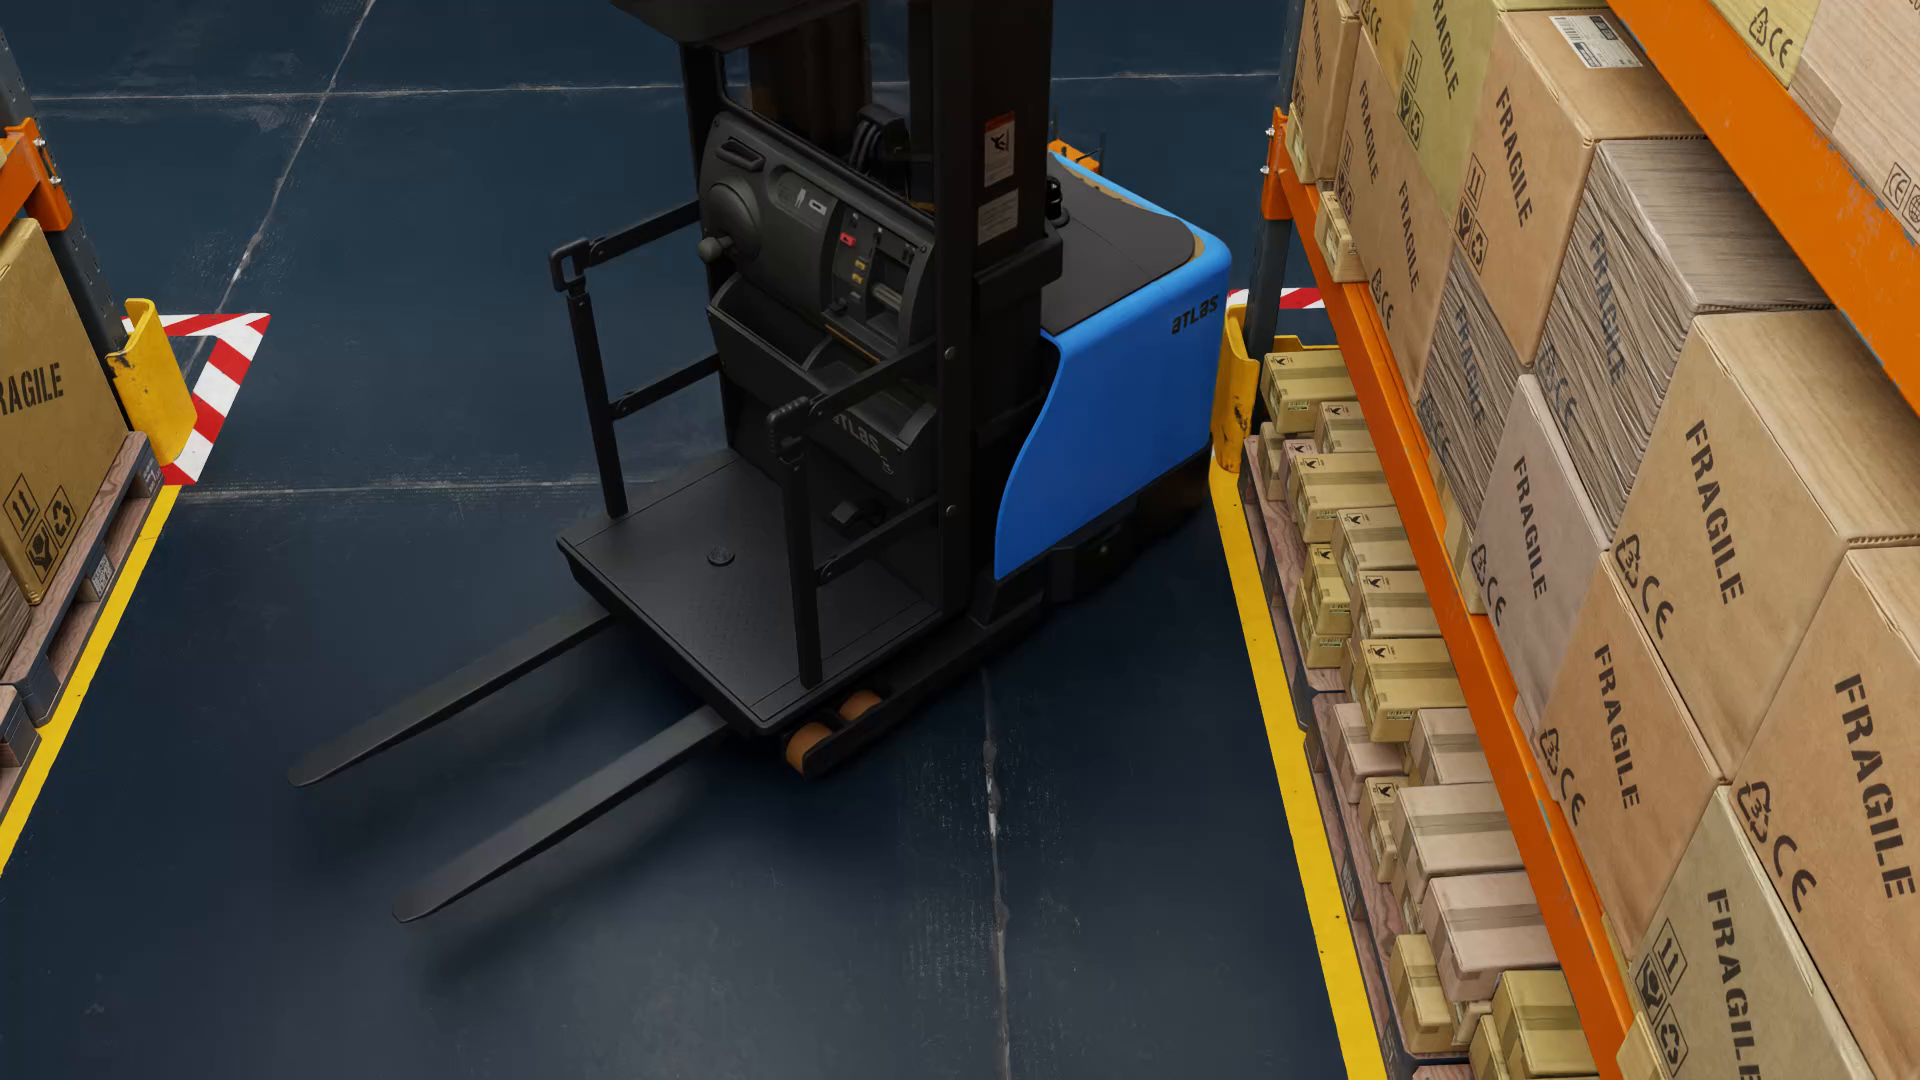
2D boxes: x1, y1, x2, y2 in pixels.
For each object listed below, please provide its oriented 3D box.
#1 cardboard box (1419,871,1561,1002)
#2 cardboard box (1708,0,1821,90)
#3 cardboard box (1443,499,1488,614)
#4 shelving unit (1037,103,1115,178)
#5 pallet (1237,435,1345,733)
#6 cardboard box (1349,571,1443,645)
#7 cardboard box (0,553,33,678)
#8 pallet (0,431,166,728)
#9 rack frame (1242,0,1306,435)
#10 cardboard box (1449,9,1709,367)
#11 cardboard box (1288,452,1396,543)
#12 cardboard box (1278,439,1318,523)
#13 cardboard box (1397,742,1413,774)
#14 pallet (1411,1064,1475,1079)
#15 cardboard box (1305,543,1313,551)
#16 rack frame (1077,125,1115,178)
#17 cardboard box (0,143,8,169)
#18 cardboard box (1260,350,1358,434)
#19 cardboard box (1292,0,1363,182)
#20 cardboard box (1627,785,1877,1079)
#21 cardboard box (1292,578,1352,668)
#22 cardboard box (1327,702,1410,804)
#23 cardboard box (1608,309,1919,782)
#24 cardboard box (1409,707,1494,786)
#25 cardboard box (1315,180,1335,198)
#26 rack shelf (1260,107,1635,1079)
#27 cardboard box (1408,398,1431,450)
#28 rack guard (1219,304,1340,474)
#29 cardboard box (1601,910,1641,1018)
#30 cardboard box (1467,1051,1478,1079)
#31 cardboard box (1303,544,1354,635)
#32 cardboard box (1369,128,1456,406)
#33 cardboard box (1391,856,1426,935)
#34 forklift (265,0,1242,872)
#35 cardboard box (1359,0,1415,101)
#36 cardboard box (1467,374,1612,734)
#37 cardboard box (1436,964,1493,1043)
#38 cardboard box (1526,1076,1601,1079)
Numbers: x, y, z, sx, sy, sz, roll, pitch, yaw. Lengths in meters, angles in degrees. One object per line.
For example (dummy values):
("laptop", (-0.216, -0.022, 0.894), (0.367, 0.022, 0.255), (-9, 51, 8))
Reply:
("cardboard box", (1.305, 0.919, 3.886), (0.380, 0.149, 0.250), (-4, 43, -4))
("cardboard box", (1.363, -0.882, 2.384), (0.500, 0.250, 0.500), (-2, 43, -2))
("cardboard box", (1.301, 0.025, 3.688), (0.380, 0.149, 0.250), (-1, 43, -1))
("shelving unit", (0.376, -1.052, 6.121), (0.252, 1.050, 0.215), (30, 51, 29))
("pallet", (1.518, 0.100, 5.484), (1.003, 0.211, 1.213), (-2, 43, -2))
("cardboard box", (1.309, 0.221, 4.648), (0.380, 0.149, 0.250), (0, 43, 0))
("cardboard box", (-3.298, 0.218, 4.553), (0.875, 0.875, 0.875), (-2, 43, -2))
("pallet", (-3.332, 0.111, 5.472), (1.003, 0.211, 1.213), (-2, 43, -2))
("rack frame", (1.516, -1.528, 5.197), (1.000, 3.000, 0.127), (-2, 43, -2))
("cardboard box", (1.322, -0.696, 3.256), (0.500, 0.500, 0.500), (-3, 43, -3))
("cardboard box", (1.213, -0.132, 5.032), (0.380, 0.149, 0.250), (-2, 43, -2))
("cardboard box", (1.237, -0.194, 5.321), (0.380, 0.149, 0.250), (-2, 43, -2))
("cardboard box", (1.397, 0.503, 4.560), (0.380, 0.149, 0.250), (0, 43, 0))
("pallet", (1.622, 1.748, 3.687), (1.003, 0.211, 1.213), (-2, 43, -2))
("cardboard box", (1.311, -0.095, 5.433), (0.380, 0.149, 0.250), (-2, 43, -2))
("rack frame", (0.468, -0.998, 6.062), (0.008, 1.050, 0.200), (30, 51, 29))
("cardboard box", (-3.100, -1.131, 4.949), (0.380, 0.149, 0.250), (-1, 43, -1))
("cardboard box", (1.199, -0.488, 5.421), (0.380, 0.149, 0.250), (-3, 43, -4))
("cardboard box", (1.259, -1.364, 4.724), (0.500, 0.500, 0.500), (0, 43, 0))
("cardboard box", (1.383, 0.707, 2.464), (0.500, 0.500, 0.500), (-2, 43, -2))
("cardboard box", (1.230, 0.248, 5.058), (0.380, 0.149, 0.250), (-1, 43, -1))
("cardboard box", (1.260, 0.589, 4.687), (0.380, 0.149, 0.250), (-4, 43, -4))
("cardboard box", (1.368, -0.001, 2.497), (0.500, 0.500, 0.500), (-3, 43, -3))
("cardboard box", (1.380, 0.567, 4.270), (0.380, 0.149, 0.250), (-2, 43, -2))
("cardboard box", (1.254, -1.037, 4.847), (0.380, 0.149, 0.250), (0, 43, 0))
("rack shelf", (1.601, 0.087, 3.967), (1.077, 0.370, 4.000), (-2, 43, -2))
("cardboard box", (1.329, -0.331, 4.078), (0.380, 0.149, 0.250), (-2, 43, -3))
("rack guard", (1.519, -0.555, 5.986), (1.175, 0.500, 0.348), (-2, 43, -2))
("cardboard box", (1.368, 0.726, 2.924), (0.380, 0.149, 0.250), (0, 43, 0))
("cardboard box", (1.436, 1.278, 3.935), (0.380, 0.149, 0.250), (-3, 43, -3))
("cardboard box", (1.238, 0.145, 4.951), (0.380, 0.149, 0.250), (0, 43, 0))
("cardboard box", (1.315, -0.672, 3.969), (0.500, 0.500, 0.500), (-1, 43, -1))
("cardboard box", (1.341, 0.937, 4.307), (0.380, 0.149, 0.250), (-1, 43, -1))
("forklift", (-0.608, -0.811, 4.465), (3.031, 2.935, 1.130), (-26, 49, -26))
("cardboard box", (1.297, -1.392, 4.015), (0.500, 0.500, 0.500), (-1, 43, -1))
("cardboard box", (1.342, 0.021, 3.213), (0.500, 0.500, 0.500), (-2, 43, -2))
("cardboard box", (1.359, 1.049, 3.965), (0.380, 0.149, 0.250), (-1, 43, -1))
("cardboard box", (1.342, 1.277, 3.496), (0.380, 0.149, 0.250), (-2, 43, -2))
